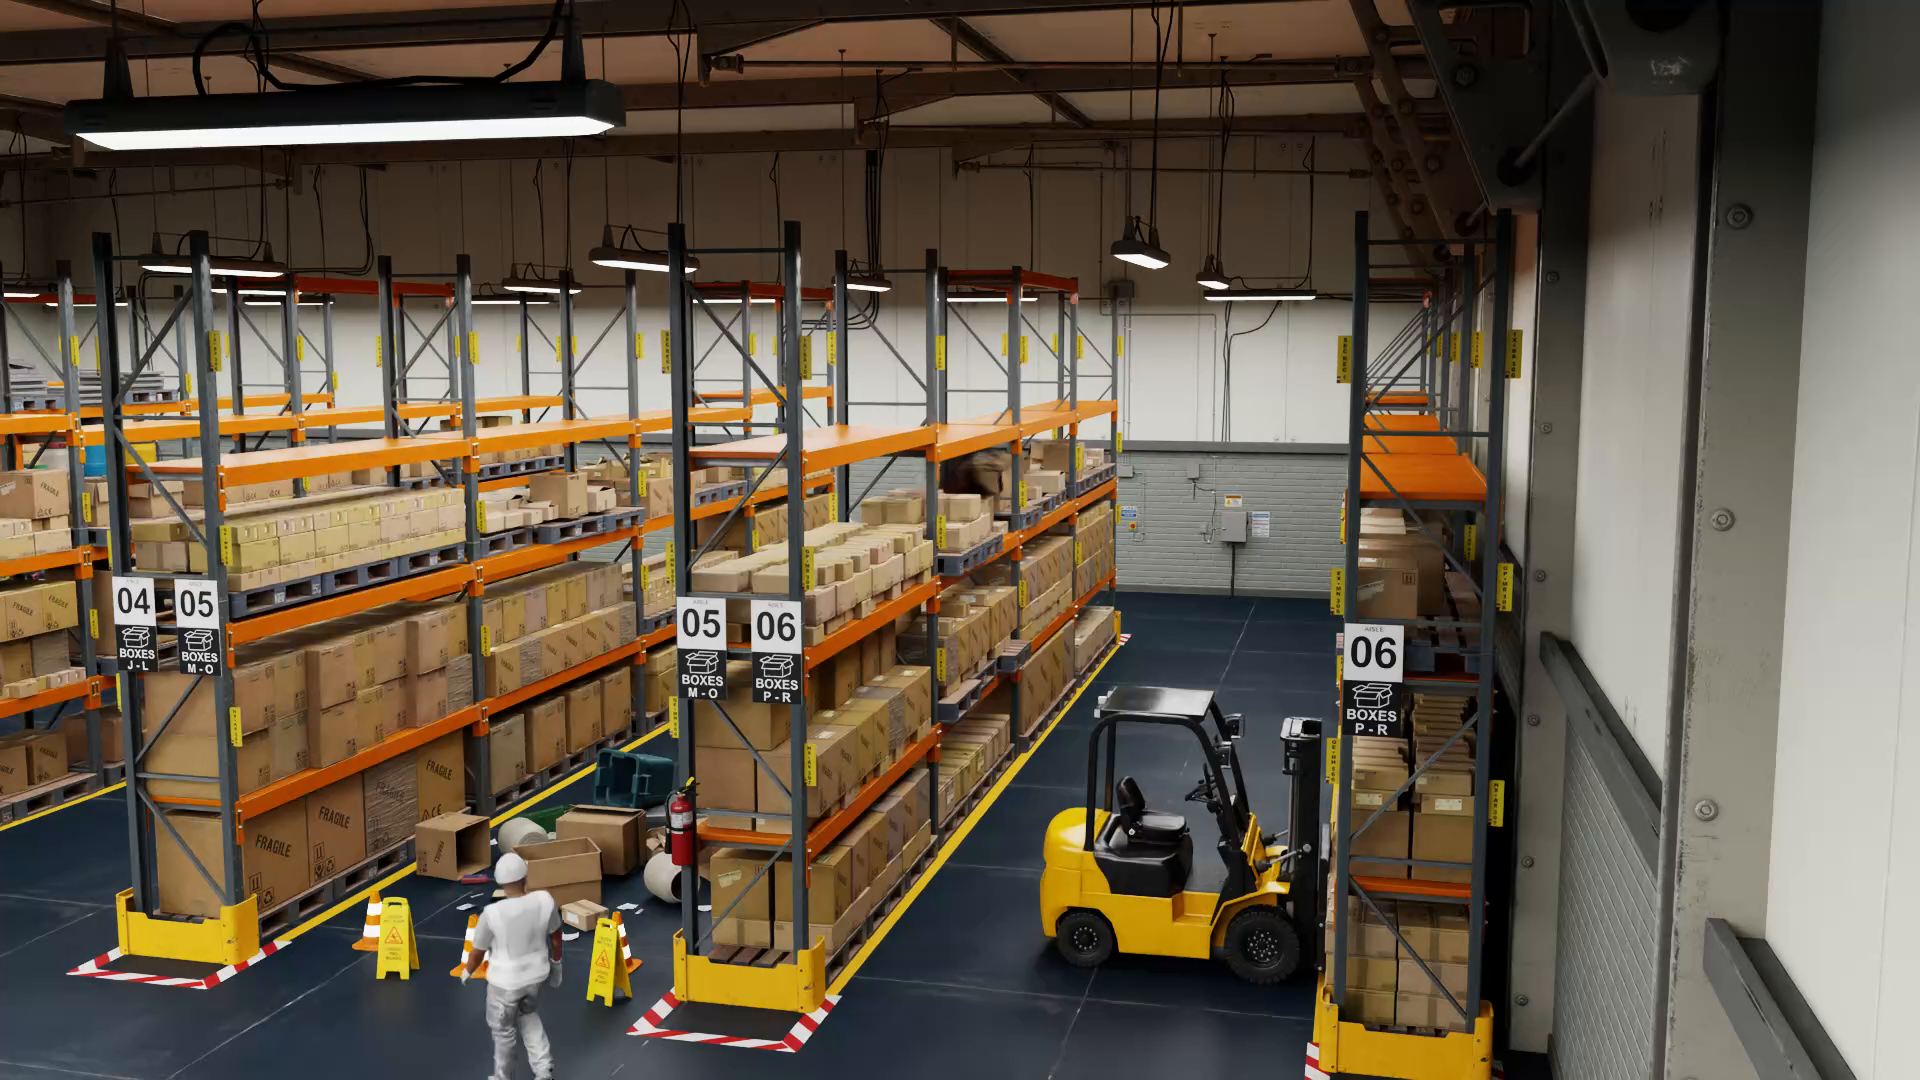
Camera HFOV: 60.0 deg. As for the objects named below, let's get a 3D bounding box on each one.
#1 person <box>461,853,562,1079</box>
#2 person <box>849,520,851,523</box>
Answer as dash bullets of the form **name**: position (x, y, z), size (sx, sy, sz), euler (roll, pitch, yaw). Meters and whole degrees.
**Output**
- **person**: position (-3.034, 2.930, 11.223), size (0.640, 1.763, 0.628), euler (6, 9, 42)
- **person**: position (-2.165, 0.455, 31.693), size (1.047, 1.728, 0.697), euler (-7, 10, -44)
